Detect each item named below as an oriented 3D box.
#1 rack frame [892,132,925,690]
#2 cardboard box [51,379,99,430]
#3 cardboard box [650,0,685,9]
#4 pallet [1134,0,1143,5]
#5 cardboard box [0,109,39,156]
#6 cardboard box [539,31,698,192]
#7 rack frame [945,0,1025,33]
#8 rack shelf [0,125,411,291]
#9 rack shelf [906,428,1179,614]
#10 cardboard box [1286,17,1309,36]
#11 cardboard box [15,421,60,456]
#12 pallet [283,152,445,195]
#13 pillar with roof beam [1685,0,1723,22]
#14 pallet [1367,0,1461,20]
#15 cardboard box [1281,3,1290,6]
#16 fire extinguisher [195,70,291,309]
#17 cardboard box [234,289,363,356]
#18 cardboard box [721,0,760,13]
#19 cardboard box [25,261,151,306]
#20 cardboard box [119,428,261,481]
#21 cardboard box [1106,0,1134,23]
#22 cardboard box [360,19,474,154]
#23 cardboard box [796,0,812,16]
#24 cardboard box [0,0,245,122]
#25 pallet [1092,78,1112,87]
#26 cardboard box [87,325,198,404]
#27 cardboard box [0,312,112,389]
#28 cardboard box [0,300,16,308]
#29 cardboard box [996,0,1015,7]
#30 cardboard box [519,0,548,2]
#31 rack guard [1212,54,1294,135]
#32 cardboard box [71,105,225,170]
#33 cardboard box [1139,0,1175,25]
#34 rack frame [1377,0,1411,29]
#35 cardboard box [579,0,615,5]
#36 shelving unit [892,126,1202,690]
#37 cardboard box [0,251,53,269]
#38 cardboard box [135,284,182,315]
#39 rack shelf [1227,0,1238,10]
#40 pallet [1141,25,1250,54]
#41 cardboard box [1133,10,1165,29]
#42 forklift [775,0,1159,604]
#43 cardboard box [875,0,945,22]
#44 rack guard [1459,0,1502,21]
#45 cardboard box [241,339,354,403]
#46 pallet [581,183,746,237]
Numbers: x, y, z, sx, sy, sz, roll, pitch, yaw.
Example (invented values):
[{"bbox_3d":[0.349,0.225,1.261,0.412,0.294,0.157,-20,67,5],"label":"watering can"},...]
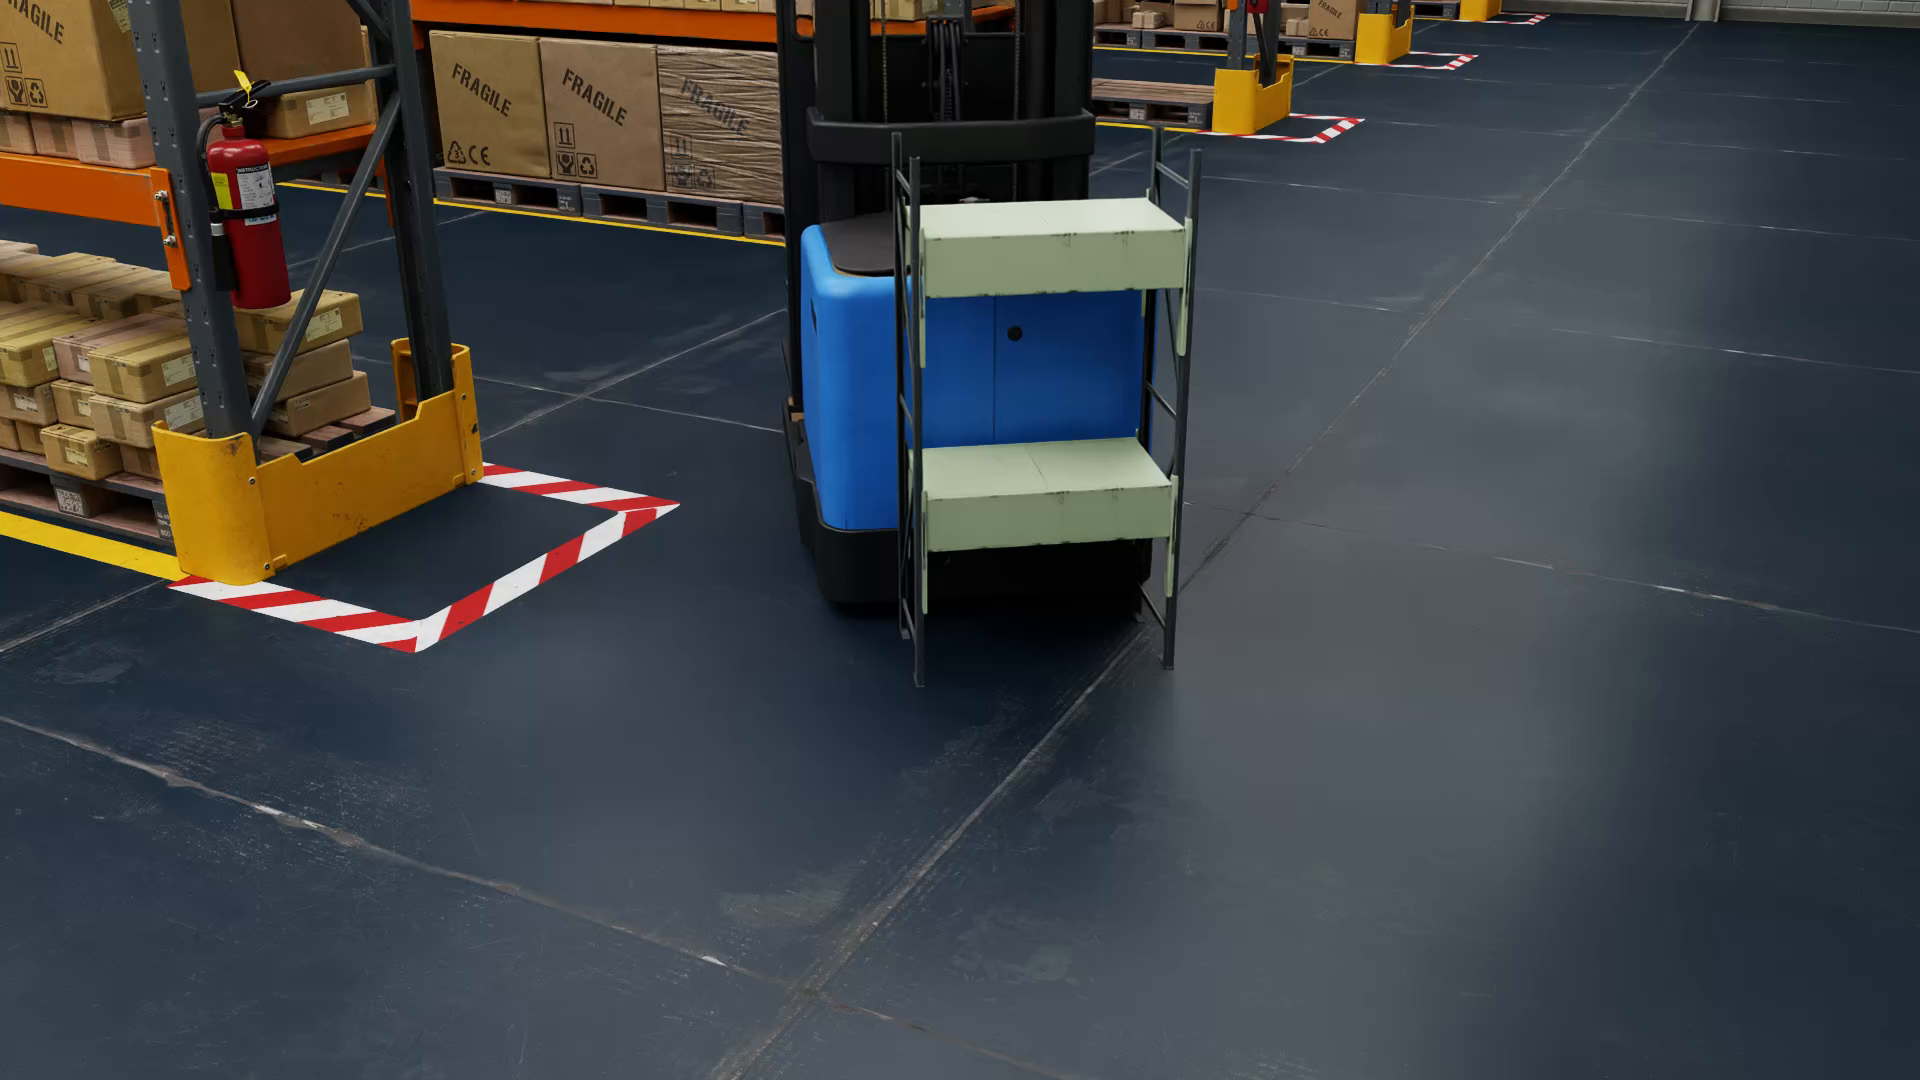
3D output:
[{"bbox_3d":[-0.143,-0.341,4.636,0.023,1.500,0.400,-4,23,-8],"label":"rack frame"},{"bbox_3d":[-2.944,-0.520,5.866,0.250,0.149,0.380,11,25,23],"label":"cardboard box"},{"bbox_3d":[-1.637,-3.260,9.904,0.250,0.149,0.380,12,26,26],"label":"cardboard box"},{"bbox_3d":[2.606,-7.881,24.011,1.213,0.211,1.003,11,25,25],"label":"pallet"},{"bbox_3d":[-2.989,-1.383,5.489,0.250,0.149,0.380,11,25,24],"label":"cardboard box"},{"bbox_3d":[-2.020,-2.776,10.623,0.875,0.875,0.875,11,25,25],"label":"cardboard box"},{"bbox_3d":[0.193,-3.158,9.342,0.127,3.000,1.000,11,25,25],"label":"rack frame"},{"bbox_3d":[-3.920,-1.465,6.282,4.000,0.370,1.077,11,25,25],"label":"rack shelf"},{"bbox_3d":[0.219,-0.064,4.817,0.720,0.370,0.431,-4,23,-8],"label":"rack shelf"},{"bbox_3d":[3.749,-5.628,18.210,0.250,0.166,0.380,11,25,25],"label":"cardboard box"},{"bbox_3d":[-3.171,-0.432,6.038,0.250,0.149,0.380,11,25,24],"label":"cardboard box"},{"bbox_3d":[-4.099,-2.691,11.807,1.213,0.211,1.003,11,25,25],"label":"pallet"},{"bbox_3d":[7.756,-9.430,16.426,0.400,9.000,9.100,11,25,25],"label":"pillar with roof beam"},{"bbox_3d":[6.149,-7.178,22.359,1.213,0.211,1.003,11,25,25],"label":"pallet"},{"bbox_3d":[3.417,-5.926,18.802,0.500,0.250,0.500,11,25,25],"label":"cardboard box"},{"bbox_3d":[-2.118,-1.030,4.915,0.183,0.674,0.296,11,25,25],"label":"fire extinguisher"},{"bbox_3d":[-2.449,-0.810,6.167,0.250,0.149,0.380,10,25,22],"label":"cardboard box"},{"bbox_3d":[-1.185,-3.170,9.692,0.250,0.149,0.380,11,25,23],"label":"cardboard box"},{"bbox_3d":[-3.418,-0.973,6.550,0.250,0.149,0.380,12,26,27],"label":"cardboard box"},{"bbox_3d":[-2.699,-0.345,5.834,0.250,0.149,0.380,12,26,25],"label":"cardboard box"},{"bbox_3d":[1.733,-6.374,19.537,0.500,0.500,0.500,11,25,25],"label":"cardboard box"},{"bbox_3d":[-3.957,-3.186,11.586,0.875,0.875,1.225,11,26,25],"label":"cardboard box"},{"bbox_3d":[-0.730,-3.080,9.481,0.250,0.149,0.380,11,26,25],"label":"cardboard box"},{"bbox_3d":[-2.652,-1.616,5.208,0.500,0.500,0.500,12,26,26],"label":"cardboard box"},{"bbox_3d":[0.625,-3.979,14.838,1.213,0.211,1.003,11,25,25],"label":"pallet"},{"bbox_3d":[-2.722,-0.603,5.682,0.250,0.149,0.380,12,26,25],"label":"cardboard box"},{"bbox_3d":[-3.208,-0.669,5.837,0.250,0.149,0.380,11,25,23],"label":"cardboard box"},{"bbox_3d":[-3.676,-0.765,6.062,0.250,0.149,0.380,12,26,26],"label":"cardboard box"},{"bbox_3d":[0.527,-6.362,19.510,0.500,0.500,0.500,11,25,24],"label":"cardboard box"},{"bbox_3d":[-2.557,-3.442,10.331,0.250,0.149,0.380,10,25,23],"label":"cardboard box"},{"bbox_3d":[2.455,-3.738,13.900,0.348,0.500,1.175,11,25,25],"label":"rack guard"},{"bbox_3d":[-2.553,-1.287,5.263,0.250,0.149,0.380,11,25,25],"label":"cardboard box"},{"bbox_3d":[2.402,-6.154,19.262,0.500,0.311,0.500,11,25,25],"label":"cardboard box"},{"bbox_3d":[4.666,-6.617,17.476,0.127,3.000,1.000,11,25,25],"label":"rack frame"},{"bbox_3d":[-2.106,-3.351,10.119,0.250,0.149,0.380,12,26,25],"label":"cardboard box"},{"bbox_3d":[0.219,-0.364,4.689,0.755,1.500,0.431,-4,23,-8],"label":"shelving unit"},{"bbox_3d":[-3.900,-1.046,6.723,0.250,0.149,0.380,11,26,25],"label":"cardboard box"},{"bbox_3d":[-2.916,-0.905,6.392,0.250,0.149,0.380,11,25,24],"label":"cardboard box"},{"bbox_3d":[0.643,-4.910,14.381,4.000,0.370,1.077,11,25,25],"label":"rack shelf"},{"bbox_3d":[2.802,-5.703,18.891,1.213,0.211,1.003,11,25,25],"label":"pallet"},{"bbox_3d":[2.150,-5.923,18.903,0.250,0.166,0.380,11,25,25],"label":"cardboard box"},{"bbox_3d":[-0.121,-1.697,5.994,1.130,2.935,3.031,-3,23,-8],"label":"forklift"},{"bbox_3d":[-0.273,-2.990,9.269,0.250,0.149,0.380,12,26,26],"label":"cardboard box"},{"bbox_3d":[6.920,-7.193,22.025,0.348,0.500,1.175,11,25,25],"label":"rack guard"},{"bbox_3d":[-2.487,-0.644,6.157,0.250,0.149,0.380,12,26,27],"label":"cardboard box"},{"bbox_3d":[-1.640,-2.204,10.663,1.213,0.211,1.003,11,25,25],"label":"pallet"}]
